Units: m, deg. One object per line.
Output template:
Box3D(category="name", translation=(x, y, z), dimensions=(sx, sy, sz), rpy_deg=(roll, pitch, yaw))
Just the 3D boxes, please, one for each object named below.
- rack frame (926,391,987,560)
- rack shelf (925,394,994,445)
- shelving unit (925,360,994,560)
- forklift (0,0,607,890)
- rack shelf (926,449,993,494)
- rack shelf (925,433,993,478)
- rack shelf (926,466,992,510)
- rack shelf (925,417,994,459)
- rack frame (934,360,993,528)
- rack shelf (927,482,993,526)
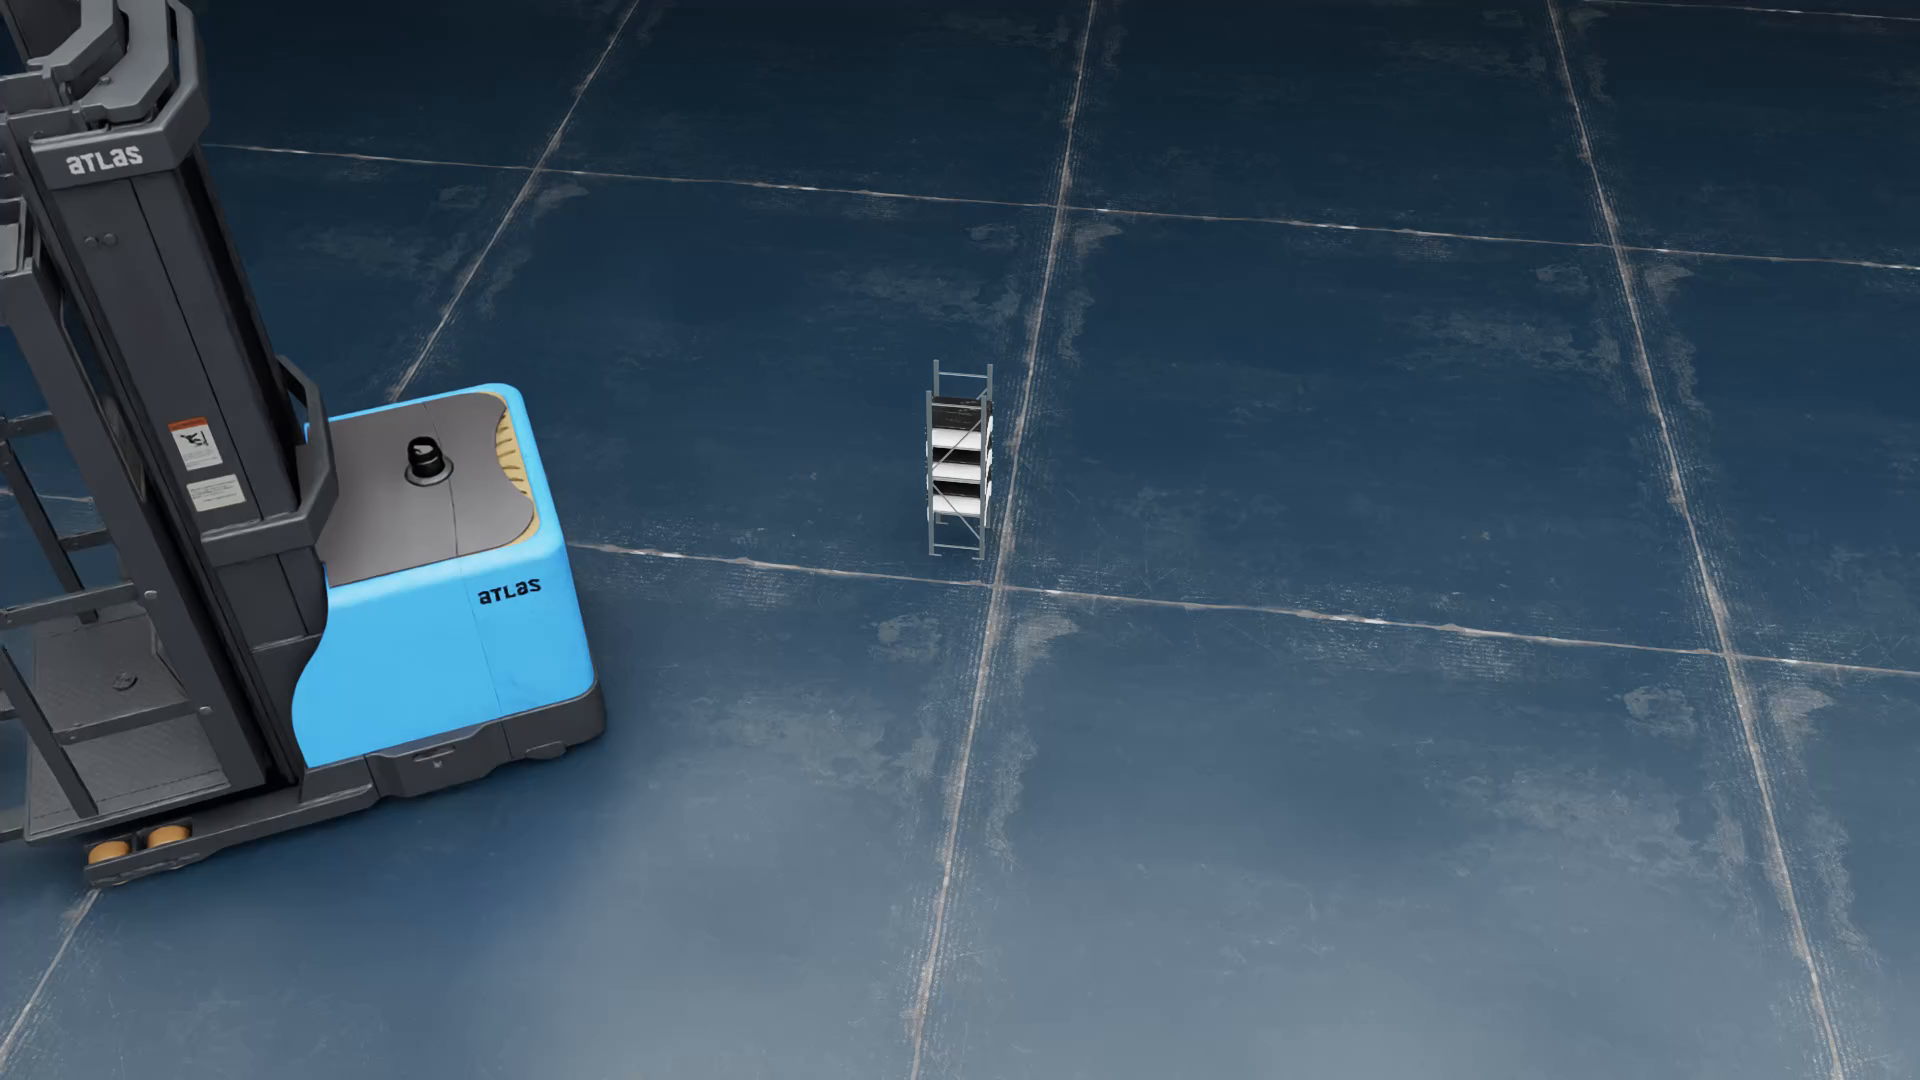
Box3D(category="rack frame", translation=(-0.015, -0.252, 6.884), dimensions=(0.240, 0.900, 0.006), rpy_deg=(5, 44, 6))
Box3D(category="rack shelf", translation=(-0.001, -0.493, 6.794), dimensions=(0.258, 0.077, 0.200), rpy_deg=(5, 44, 6))
Box3D(category="shelving unit", translation=(-0.001, -0.321, 6.957), dimensions=(0.258, 0.900, 0.210), rpy_deg=(5, 44, 6))
Box3D(category="forklift", translation=(-2.936, -0.239, 5.393), dimensions=(3.031, 2.935, 1.130), rpy_deg=(-14, 45, -15))
Box3D(category="rack shelf", translation=(-0.001, -0.297, 6.980), dimensions=(0.258, 0.077, 0.200), rpy_deg=(5, 44, 6))
Box3D(category="rack shelf", translation=(-0.001, -0.362, 6.918), dimensions=(0.258, 0.077, 0.200), rpy_deg=(5, 44, 6))
Box3D(category="rack shelf", translation=(-0.001, -0.232, 7.042), dimensions=(0.258, 0.077, 0.200), rpy_deg=(5, 44, 6))
Box3D(category="rack shelf", translation=(-0.001, -0.428, 6.856), dimensions=(0.258, 0.077, 0.200), rpy_deg=(5, 44, 6))
Box3D(category="rack frame", translation=(0.012, -0.391, 7.030), dimensions=(0.240, 0.900, 0.006), rpy_deg=(5, 44, 6))
Box3D(category="rack shelf", translation=(-0.001, -0.166, 7.104), dimensions=(0.258, 0.077, 0.200), rpy_deg=(5, 44, 6))
